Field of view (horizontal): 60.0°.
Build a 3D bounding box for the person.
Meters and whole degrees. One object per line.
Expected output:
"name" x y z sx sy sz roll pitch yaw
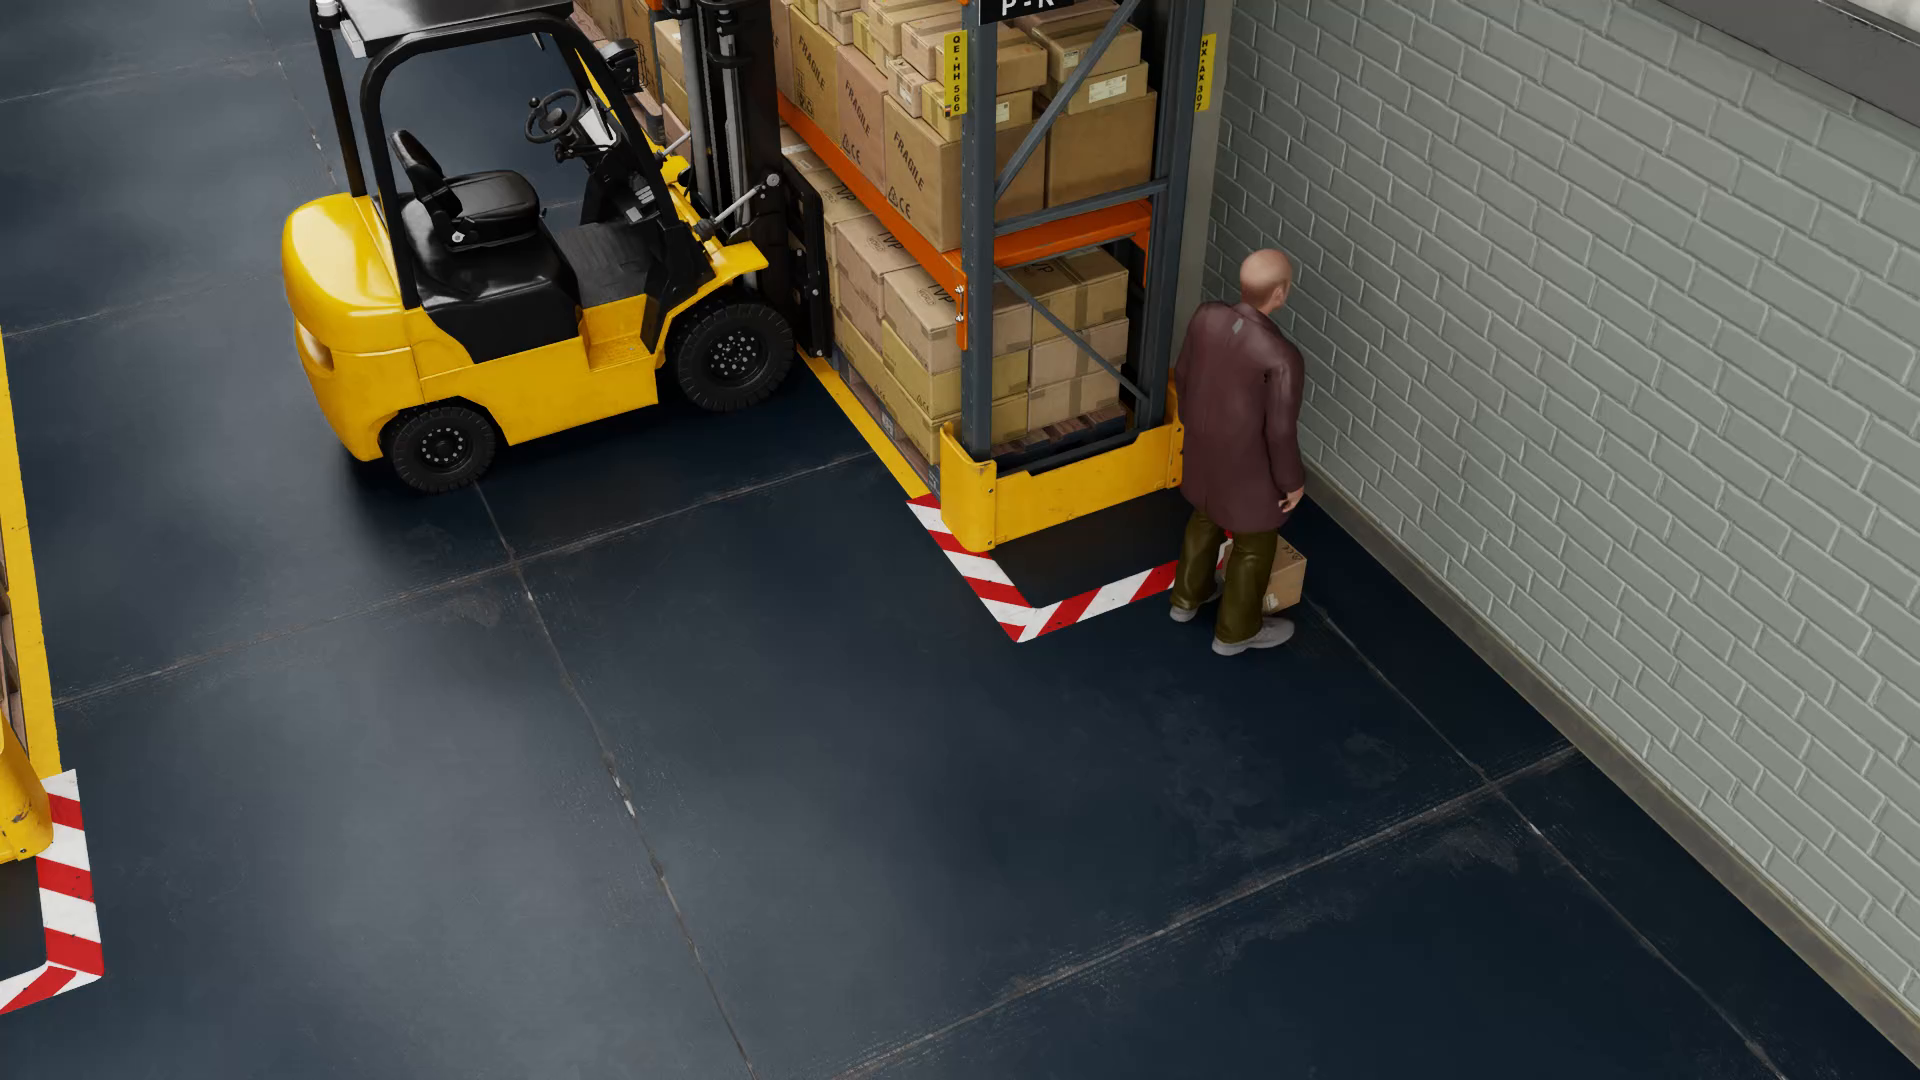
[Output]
"person" 1.091 -0.342 6.567 0.420 1.774 0.656 -26 47 -27
